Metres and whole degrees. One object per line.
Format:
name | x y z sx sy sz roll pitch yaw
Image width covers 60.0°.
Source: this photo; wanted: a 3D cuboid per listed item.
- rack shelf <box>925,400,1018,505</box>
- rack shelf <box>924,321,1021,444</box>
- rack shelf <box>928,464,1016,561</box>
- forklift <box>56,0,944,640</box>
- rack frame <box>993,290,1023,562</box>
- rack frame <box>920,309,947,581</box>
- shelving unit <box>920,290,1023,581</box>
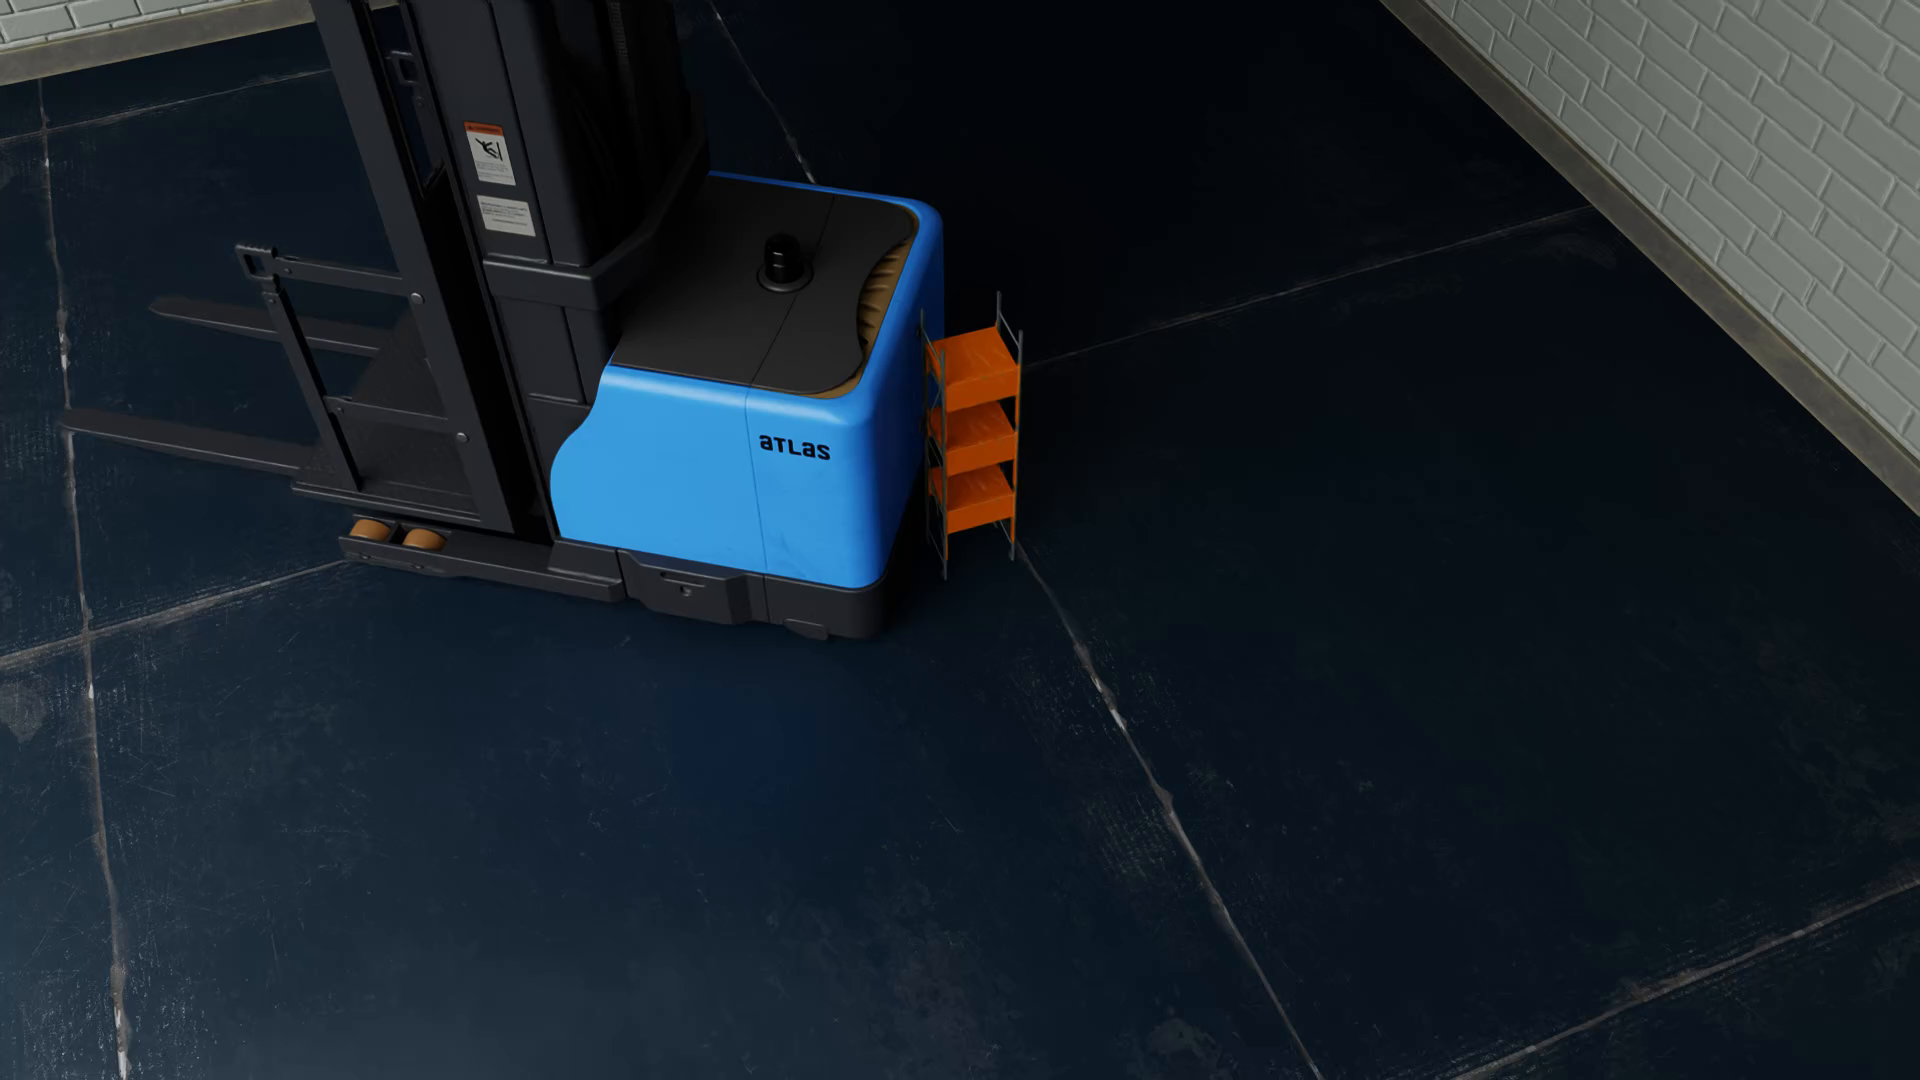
rack shelf | 0.034 -0.300 5.330 0.240 0.259 0.215 -15 51 -13
rack shelf | 0.034 -0.485 5.114 0.240 0.259 0.215 -15 51 -13
rack shelf | 0.034 -0.119 5.540 0.240 0.259 0.215 -15 51 -13
forklift | -1.611 -1.215 4.862 3.031 2.935 1.130 10 50 8
rack frame | 0.149 -0.338 5.349 0.008 1.050 0.200 -15 51 -13
rack frame | -0.081 -0.276 5.295 0.008 1.050 0.200 -15 51 -13
shelving unit | 0.034 -0.307 5.322 0.252 1.050 0.215 -15 51 -13
